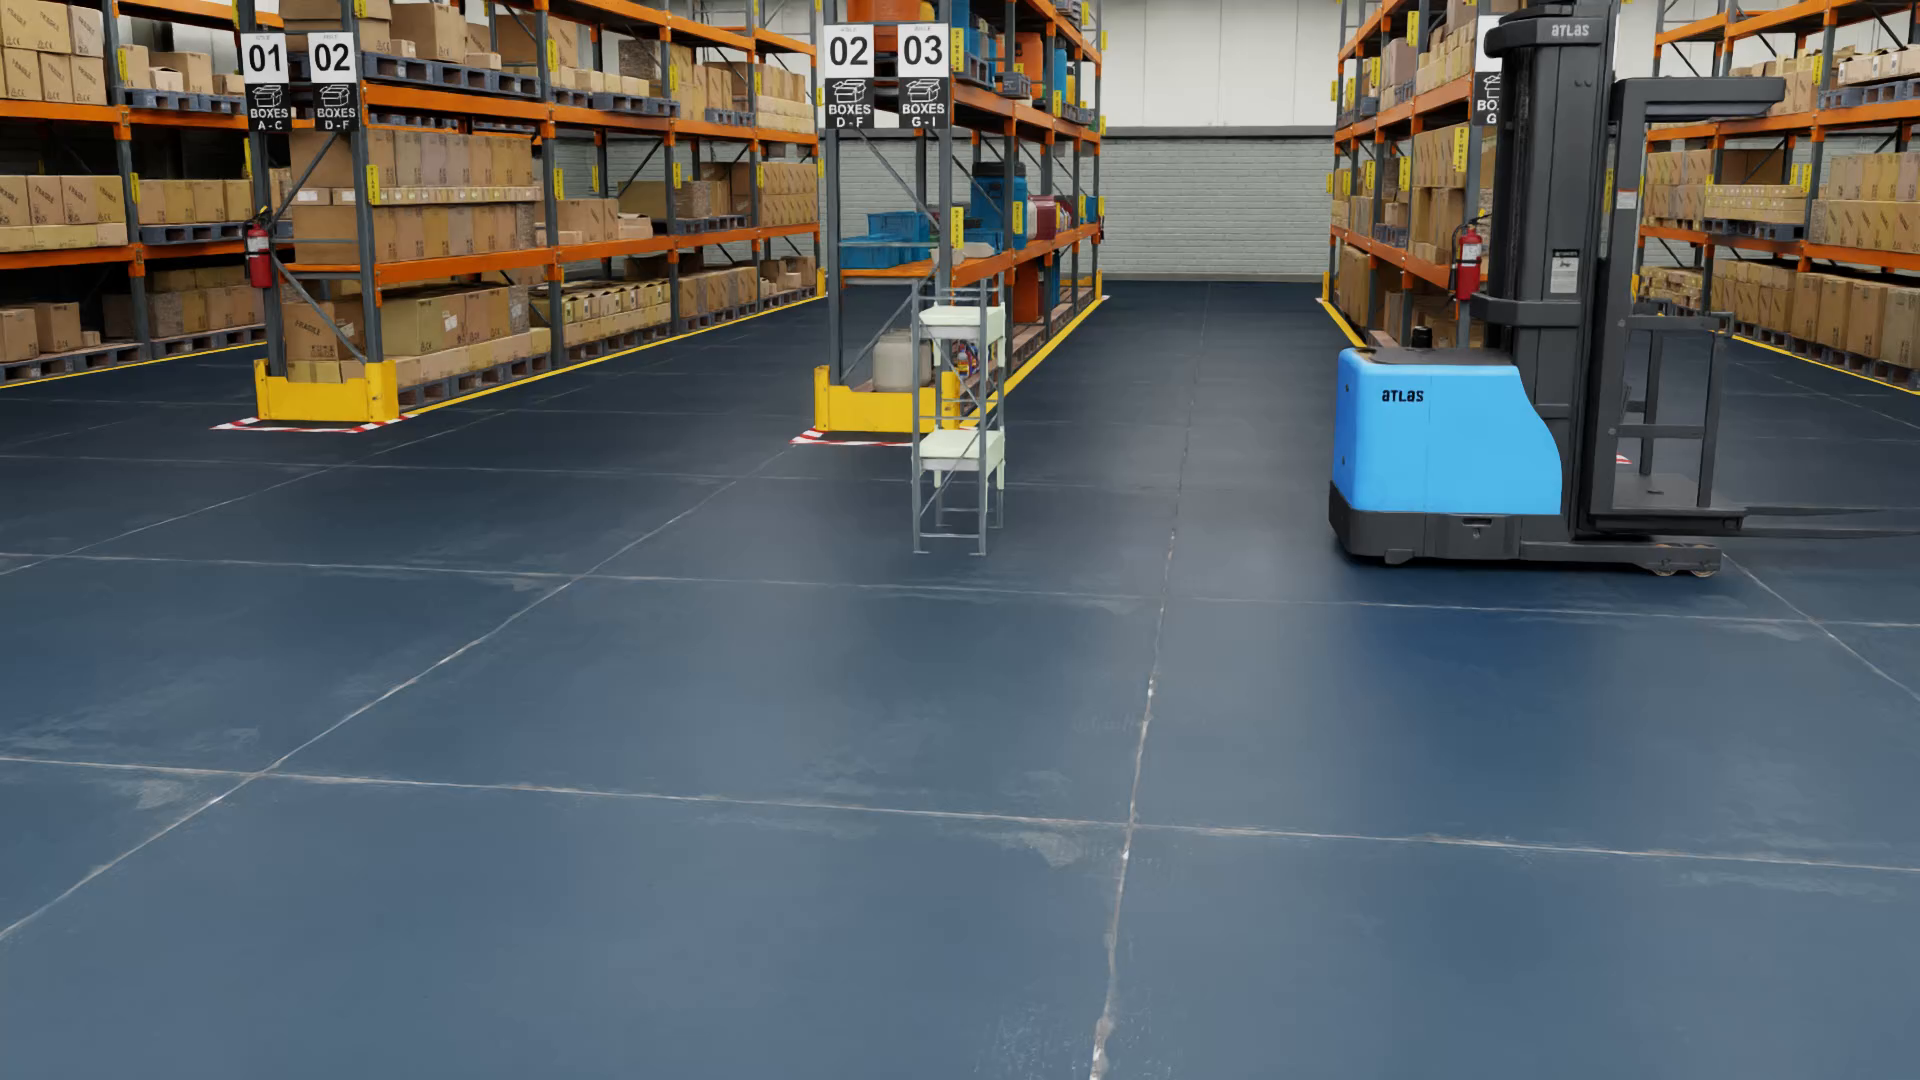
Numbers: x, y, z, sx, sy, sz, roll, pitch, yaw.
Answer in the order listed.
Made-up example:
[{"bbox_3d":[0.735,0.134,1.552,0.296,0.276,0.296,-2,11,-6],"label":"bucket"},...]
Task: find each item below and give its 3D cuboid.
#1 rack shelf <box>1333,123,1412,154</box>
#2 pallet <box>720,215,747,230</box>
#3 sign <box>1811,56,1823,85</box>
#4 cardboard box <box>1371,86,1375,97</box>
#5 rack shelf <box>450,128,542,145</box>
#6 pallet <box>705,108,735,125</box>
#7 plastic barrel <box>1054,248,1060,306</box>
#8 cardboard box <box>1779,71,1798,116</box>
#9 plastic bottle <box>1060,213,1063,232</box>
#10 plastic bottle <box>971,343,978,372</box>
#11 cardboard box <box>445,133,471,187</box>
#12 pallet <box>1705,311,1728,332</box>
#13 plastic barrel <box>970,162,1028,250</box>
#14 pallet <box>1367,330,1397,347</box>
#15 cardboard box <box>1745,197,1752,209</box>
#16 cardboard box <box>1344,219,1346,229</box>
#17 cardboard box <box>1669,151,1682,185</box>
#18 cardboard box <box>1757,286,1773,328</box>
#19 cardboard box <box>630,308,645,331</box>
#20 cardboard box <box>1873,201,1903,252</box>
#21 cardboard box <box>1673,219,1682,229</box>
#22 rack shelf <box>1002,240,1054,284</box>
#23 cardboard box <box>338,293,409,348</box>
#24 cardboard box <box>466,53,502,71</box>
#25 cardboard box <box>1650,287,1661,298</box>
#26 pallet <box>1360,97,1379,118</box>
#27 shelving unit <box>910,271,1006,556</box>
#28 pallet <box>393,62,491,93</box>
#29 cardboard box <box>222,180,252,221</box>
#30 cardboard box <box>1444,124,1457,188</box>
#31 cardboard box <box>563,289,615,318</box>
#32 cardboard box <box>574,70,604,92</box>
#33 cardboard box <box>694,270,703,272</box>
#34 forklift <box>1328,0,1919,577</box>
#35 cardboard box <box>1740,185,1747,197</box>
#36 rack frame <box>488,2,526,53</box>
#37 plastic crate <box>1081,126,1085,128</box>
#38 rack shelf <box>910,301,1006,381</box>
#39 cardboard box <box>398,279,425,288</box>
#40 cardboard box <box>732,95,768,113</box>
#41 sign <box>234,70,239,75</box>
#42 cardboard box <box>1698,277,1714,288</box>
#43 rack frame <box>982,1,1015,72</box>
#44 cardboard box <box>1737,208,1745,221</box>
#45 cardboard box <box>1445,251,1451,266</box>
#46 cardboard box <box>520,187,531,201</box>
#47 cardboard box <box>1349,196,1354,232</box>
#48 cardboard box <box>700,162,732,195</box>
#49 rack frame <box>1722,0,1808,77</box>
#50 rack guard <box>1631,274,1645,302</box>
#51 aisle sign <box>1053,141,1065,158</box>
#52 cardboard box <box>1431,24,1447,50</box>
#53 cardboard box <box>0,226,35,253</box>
[{"bbox_3d":[6.482,-6.236,25.897,1.077,0.370,4.000,2,12,9],"label":"rack shelf"},{"bbox_3d":[-3.844,-4.770,24.963,1.003,0.211,1.213,2,12,9],"label":"pallet"},{"bbox_3d":[9.909,-5.428,19.211,0.100,0.325,0.005,2,12,9],"label":"sign"},{"bbox_3d":[5.917,-6.108,22.808,0.500,0.311,0.500,1,12,7],"label":"cardboard box"},{"bbox_3d":[-8.201,-6.717,28.131,1.077,0.370,4.000,2,12,9],"label":"rack shelf"},{"bbox_3d":[-3.939,-6.052,23.780,1.213,0.211,1.003,2,12,9],"label":"pallet"},{"bbox_3d":[1.180,-3.932,24.604,0.600,0.901,0.708,2,12,9],"label":"plastic barrel"},{"bbox_3d":[10.346,-5.437,20.246,0.500,0.500,0.500,2,12,9],"label":"cardboard box"},{"bbox_3d":[1.385,-4.503,23.564,0.152,0.276,0.135,2,12,9],"label":"plastic bottle"},{"bbox_3d":[0.121,-1.750,15.928,0.097,0.271,0.097,0,12,0],"label":"plastic bottle"},{"bbox_3d":[-5.137,-3.638,15.940,0.700,0.500,0.500,2,12,9],"label":"cardboard box"},{"bbox_3d":[10.942,-2.998,22.903,1.003,0.211,1.213,2,12,9],"label":"pallet"},{"bbox_3d":[0.409,-3.516,17.497,0.600,0.901,0.708,2,12,9],"label":"plastic barrel"},{"bbox_3d":[5.438,-2.347,19.881,1.003,0.211,1.213,2,12,9],"label":"pallet"},{"bbox_3d":[10.267,-4.305,21.241,0.380,0.149,0.250,2,12,10],"label":"cardboard box"},{"bbox_3d":[5.937,-4.710,24.825,0.380,0.149,0.250,2,12,10],"label":"cardboard box"},{"bbox_3d":[11.096,-5.635,25.205,0.500,0.500,0.500,1,12,7],"label":"cardboard box"},{"bbox_3d":[10.371,-2.927,20.893,0.500,0.500,0.500,2,12,11],"label":"cardboard box"},{"bbox_3d":[-4.224,-2.726,20.551,0.500,0.250,0.500,2,12,10],"label":"cardboard box"},{"bbox_3d":[9.801,-3.234,17.144,0.500,0.500,0.500,2,12,9],"label":"cardboard box"},{"bbox_3d":[11.042,-4.795,25.220,0.380,0.149,0.250,2,12,10],"label":"cardboard box"},{"bbox_3d":[0.358,-3.265,19.230,1.077,0.370,4.000,2,12,9],"label":"rack shelf"},{"bbox_3d":[-5.531,-2.086,15.804,0.500,0.500,0.500,2,12,9],"label":"cardboard box"},{"bbox_3d":[-4.759,-4.719,16.416,0.380,0.149,0.250,2,12,9],"label":"cardboard box"},{"bbox_3d":[11.140,-3.910,26.287,0.380,0.149,0.250,2,12,9],"label":"cardboard box"},{"bbox_3d":[5.606,-5.382,20.675,1.213,0.211,1.003,2,12,11],"label":"pallet"},{"bbox_3d":[-0.001,-0.732,9.329,0.431,1.500,0.755,2,12,9],"label":"shelving unit"},{"bbox_3d":[-5.139,-4.353,15.661,1.003,0.211,1.213,2,12,9],"label":"pallet"},{"bbox_3d":[-9.356,-4.260,20.857,0.700,0.500,0.500,2,12,9],"label":"cardboard box"},{"bbox_3d":[4.241,-3.117,13.519,0.500,0.500,0.500,2,12,9],"label":"cardboard box"},{"bbox_3d":[-4.373,-2.786,19.502,0.500,0.311,0.500,1,12,7],"label":"cardboard box"},{"bbox_3d":[-4.489,-5.356,19.464,0.500,0.250,0.500,1,12,4],"label":"cardboard box"},{"bbox_3d":[-4.084,-3.712,24.486,0.500,0.500,0.500,2,12,9],"label":"cardboard box"},{"bbox_3d":[3.613,-1.359,8.840,3.031,2.935,1.130,1,12,5],"label":"forklift"},{"bbox_3d":[10.309,-4.504,21.460,0.380,0.149,0.250,2,12,10],"label":"cardboard box"},{"bbox_3d":[-7.893,-8.952,29.671,1.000,3.000,0.127,2,12,9],"label":"rack frame"},{"bbox_3d":[1.743,-6.518,25.806,0.497,0.269,0.590,2,12,9],"label":"plastic crate"},{"bbox_3d":[-0.001,-1.113,9.247,0.431,0.370,0.720,2,12,9],"label":"rack shelf"},{"bbox_3d":[-8.614,-4.016,25.115,0.750,0.750,0.750,2,12,10],"label":"cardboard box"},{"bbox_3d":[-3.293,-6.757,25.778,0.500,0.250,0.500,2,12,9],"label":"cardboard box"},{"bbox_3d":[-9.671,-6.131,22.288,0.100,0.325,0.005,2,12,9],"label":"sign"},{"bbox_3d":[10.857,-3.708,23.938,0.380,0.149,0.250,2,12,10],"label":"cardboard box"},{"bbox_3d":[0.050,-6.133,16.591,1.000,3.000,0.127,2,12,9],"label":"rack frame"},{"bbox_3d":[10.308,-4.214,21.528,0.380,0.149,0.250,1,12,6],"label":"cardboard box"},{"bbox_3d":[4.345,-2.411,14.157,0.380,0.149,0.250,2,12,9],"label":"cardboard box"},{"bbox_3d":[-4.714,-3.612,17.359,0.380,0.149,0.250,2,12,7],"label":"cardboard box"},{"bbox_3d":[5.857,-4.666,23.788,0.500,0.500,0.500,2,12,9],"label":"cardboard box"},{"bbox_3d":[-3.791,-5.678,26.110,0.500,0.500,0.500,2,12,9],"label":"cardboard box"},{"bbox_3d":[11.060,-7.456,22.730,1.000,3.000,0.127,2,12,9],"label":"rack frame"},{"bbox_3d":[11.663,-4.118,27.416,1.175,0.500,0.348,2,12,9],"label":"rack guard"},{"bbox_3d":[1.613,-6.994,28.654,0.394,0.787,0.004,2,12,9],"label":"aisle sign"},{"bbox_3d":[5.114,-4.856,16.546,0.797,0.503,0.637,1,12,6],"label":"cardboard box"},{"bbox_3d":[-9.735,-3.036,16.768,0.500,0.250,0.500,2,12,9],"label":"cardboard box"}]
